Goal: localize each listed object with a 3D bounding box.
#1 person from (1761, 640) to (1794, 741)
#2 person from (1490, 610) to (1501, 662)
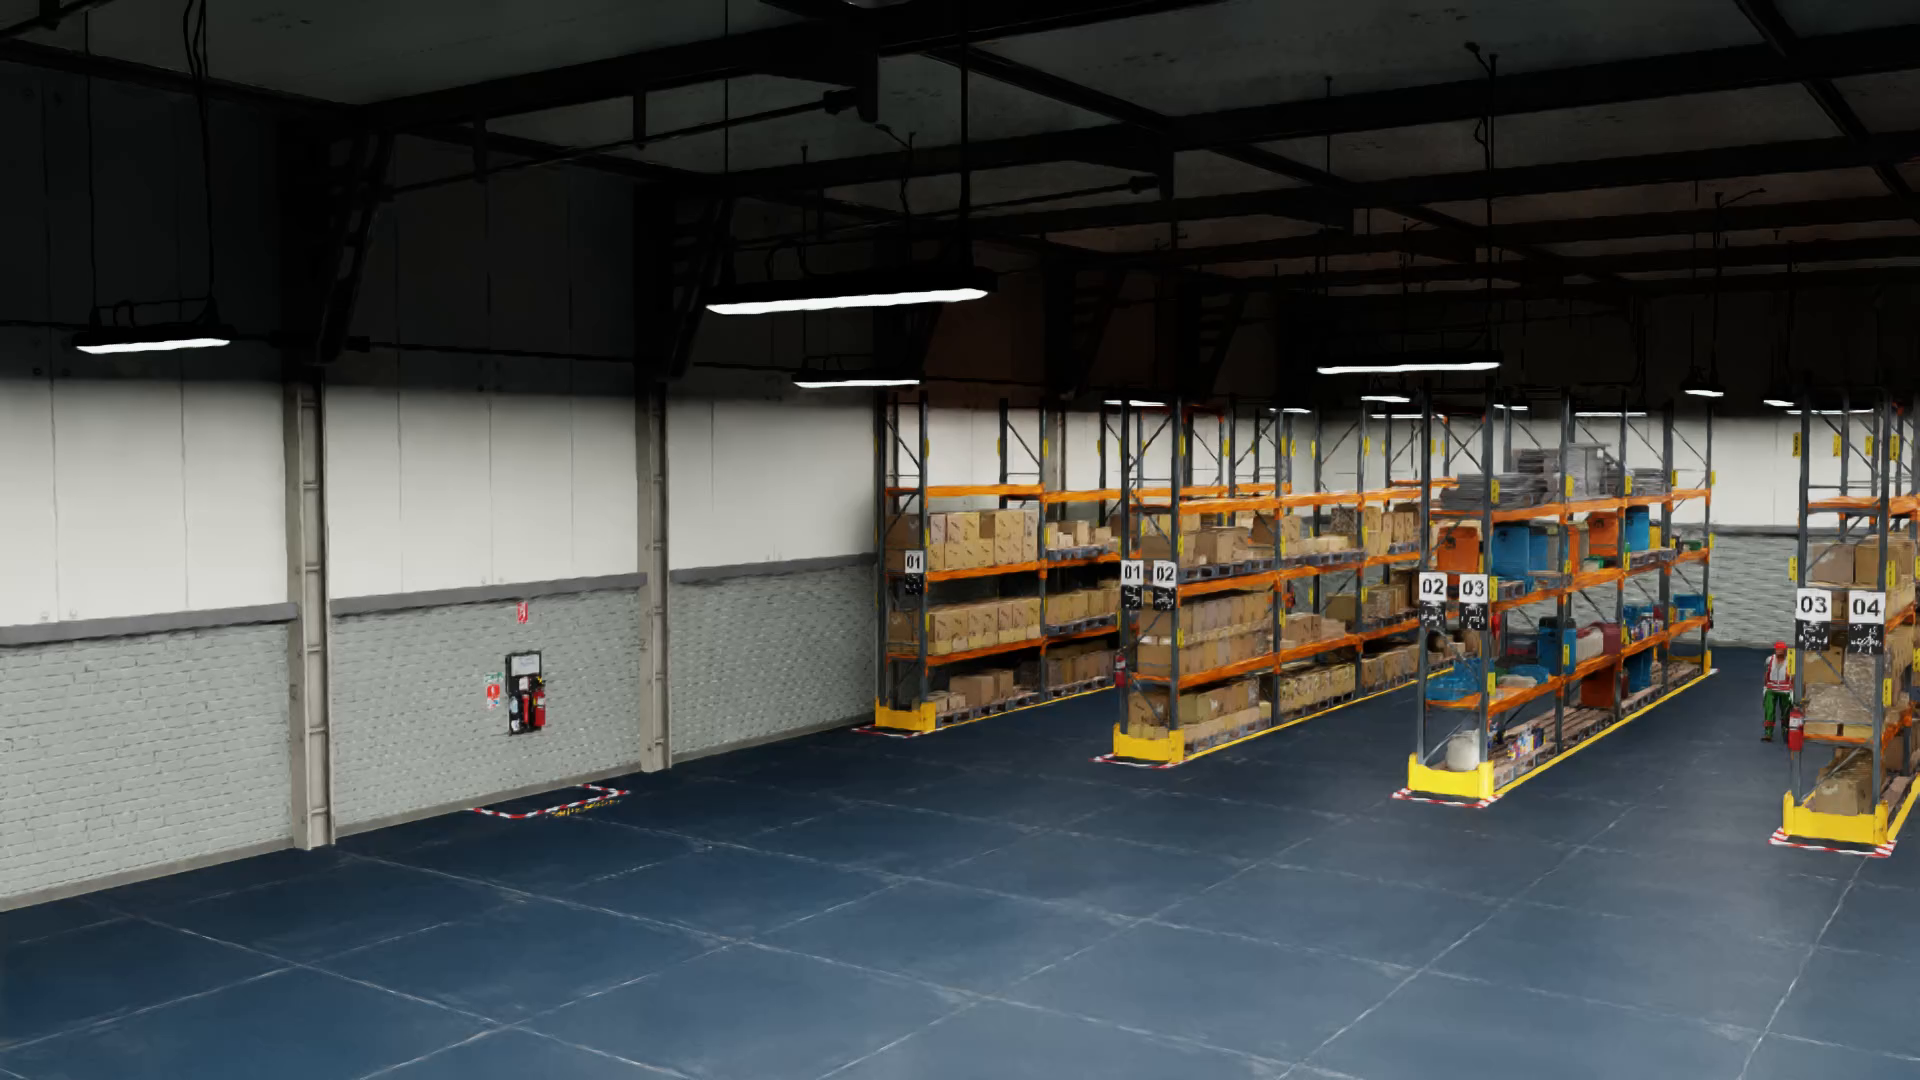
[{"bbox_3d":[13.984,2.558,28.372,0.550,1.709,1.128,2,4,32],"label":"person"},{"bbox_3d":[11.308,2.189,34.854,0.476,1.738,0.625,1,3,12],"label":"person"}]
